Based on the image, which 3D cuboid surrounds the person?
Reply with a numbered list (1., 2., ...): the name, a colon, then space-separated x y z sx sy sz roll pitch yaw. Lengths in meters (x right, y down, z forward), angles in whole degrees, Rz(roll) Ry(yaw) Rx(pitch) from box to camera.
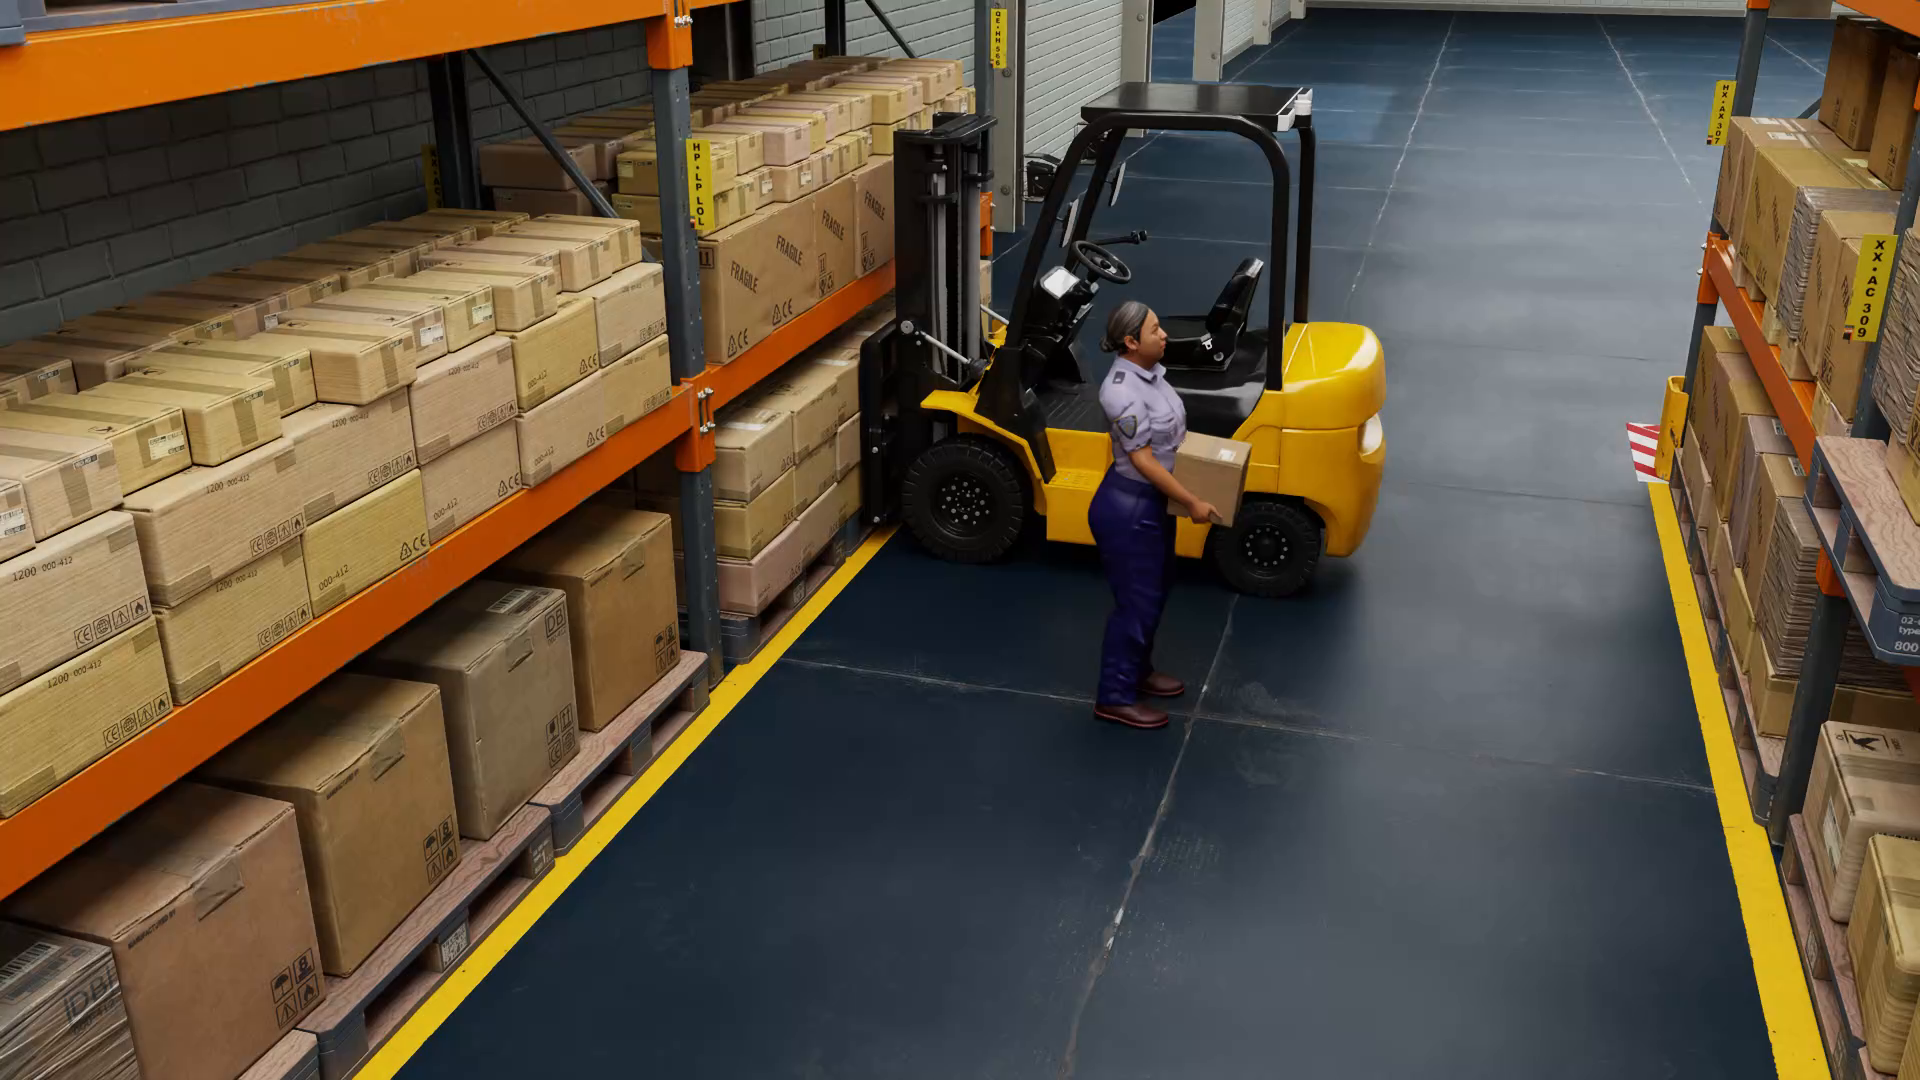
1. person: 0.764 -0.098 6.358 0.514 1.638 0.454 6 23 15
